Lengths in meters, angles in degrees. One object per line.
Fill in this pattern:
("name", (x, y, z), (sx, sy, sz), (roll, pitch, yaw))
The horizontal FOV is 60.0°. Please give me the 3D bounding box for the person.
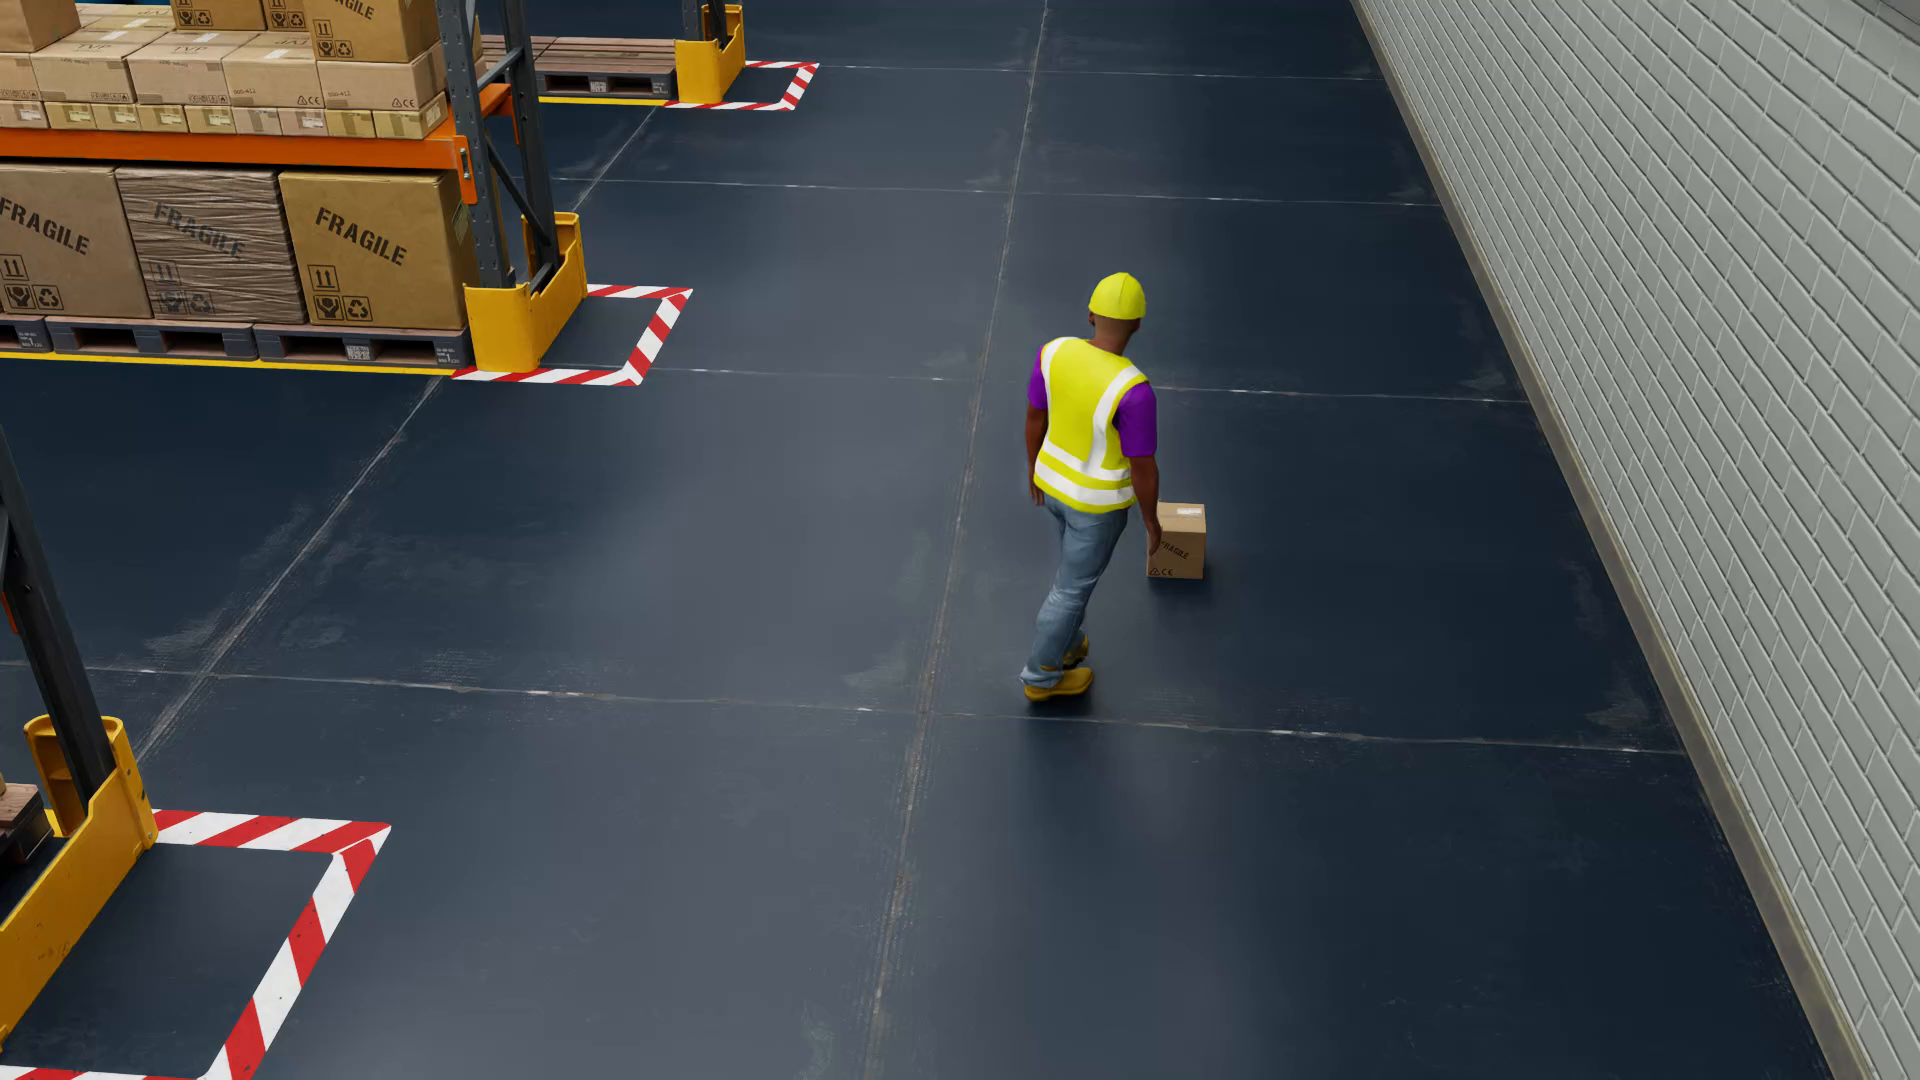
("person", (0.468, -0.151, 6.369), (0.537, 1.805, 0.595), (-21, 38, -30))
